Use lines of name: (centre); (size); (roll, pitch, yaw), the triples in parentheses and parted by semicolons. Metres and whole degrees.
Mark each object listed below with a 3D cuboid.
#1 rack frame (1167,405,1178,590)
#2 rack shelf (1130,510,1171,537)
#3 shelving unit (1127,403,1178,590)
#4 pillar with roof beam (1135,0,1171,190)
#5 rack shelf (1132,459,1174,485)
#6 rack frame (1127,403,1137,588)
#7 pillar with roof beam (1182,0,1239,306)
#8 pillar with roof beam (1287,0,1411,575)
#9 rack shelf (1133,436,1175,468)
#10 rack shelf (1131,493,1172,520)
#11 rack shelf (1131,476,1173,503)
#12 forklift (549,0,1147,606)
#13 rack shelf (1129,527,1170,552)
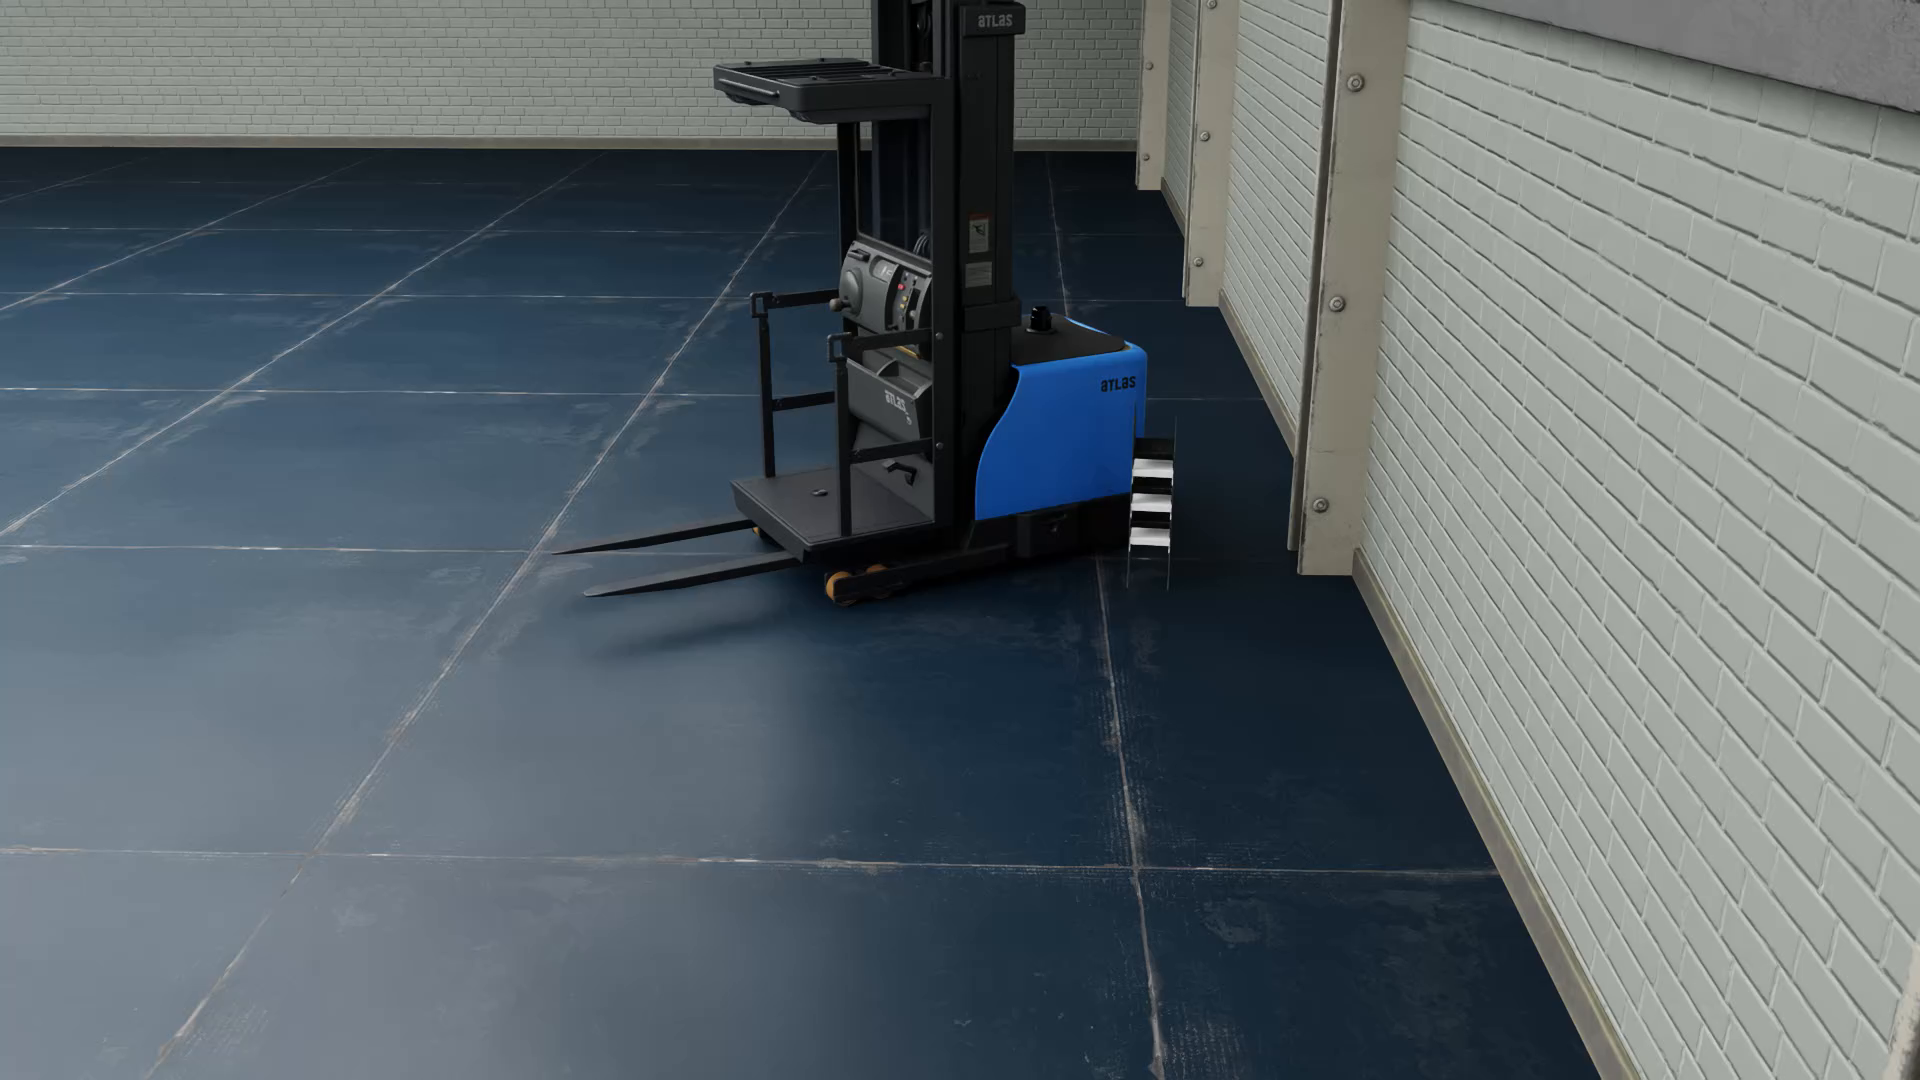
rack frame: (1.064, -0.211, 8.330); (0.006, 0.900, 0.240); (3, 21, 7)
rack shelf: (0.963, -0.101, 8.387); (0.200, 0.077, 0.258); (3, 21, 7)
shelving unit: (0.963, -0.216, 8.343); (0.210, 0.900, 0.258); (3, 21, 7)
pillar with roof beam: (-2.032, -8.473, 18.426); (9.100, 9.000, 0.400); (1, 21, 2)
rack shelf: (0.963, -0.353, 8.289); (0.200, 0.077, 0.258); (3, 21, 7)
rack frame: (0.863, -0.221, 8.355); (0.006, 0.900, 0.240); (3, 21, 7)
pillar with roof beam: (-2.214, -6.304, 12.835); (9.100, 9.000, 0.400); (1, 21, 2)
pillar with roof beam: (-2.397, -4.134, 7.244); (9.100, 9.000, 0.400); (1, 21, 2)
rack shelf: (0.963, -0.437, 8.257); (0.200, 0.077, 0.258); (3, 21, 7)
rack shelf: (0.963, -0.185, 8.355); (0.200, 0.077, 0.258); (3, 21, 7)
rack shelf: (0.963, -0.269, 8.322); (0.200, 0.077, 0.258); (3, 21, 7)
forklift: (-0.557, -1.260, 8.224); (3.031, 2.935, 1.130); (-11, 24, -26)
rack shelf: (0.963, -0.017, 8.420); (0.200, 0.077, 0.258); (3, 21, 7)
